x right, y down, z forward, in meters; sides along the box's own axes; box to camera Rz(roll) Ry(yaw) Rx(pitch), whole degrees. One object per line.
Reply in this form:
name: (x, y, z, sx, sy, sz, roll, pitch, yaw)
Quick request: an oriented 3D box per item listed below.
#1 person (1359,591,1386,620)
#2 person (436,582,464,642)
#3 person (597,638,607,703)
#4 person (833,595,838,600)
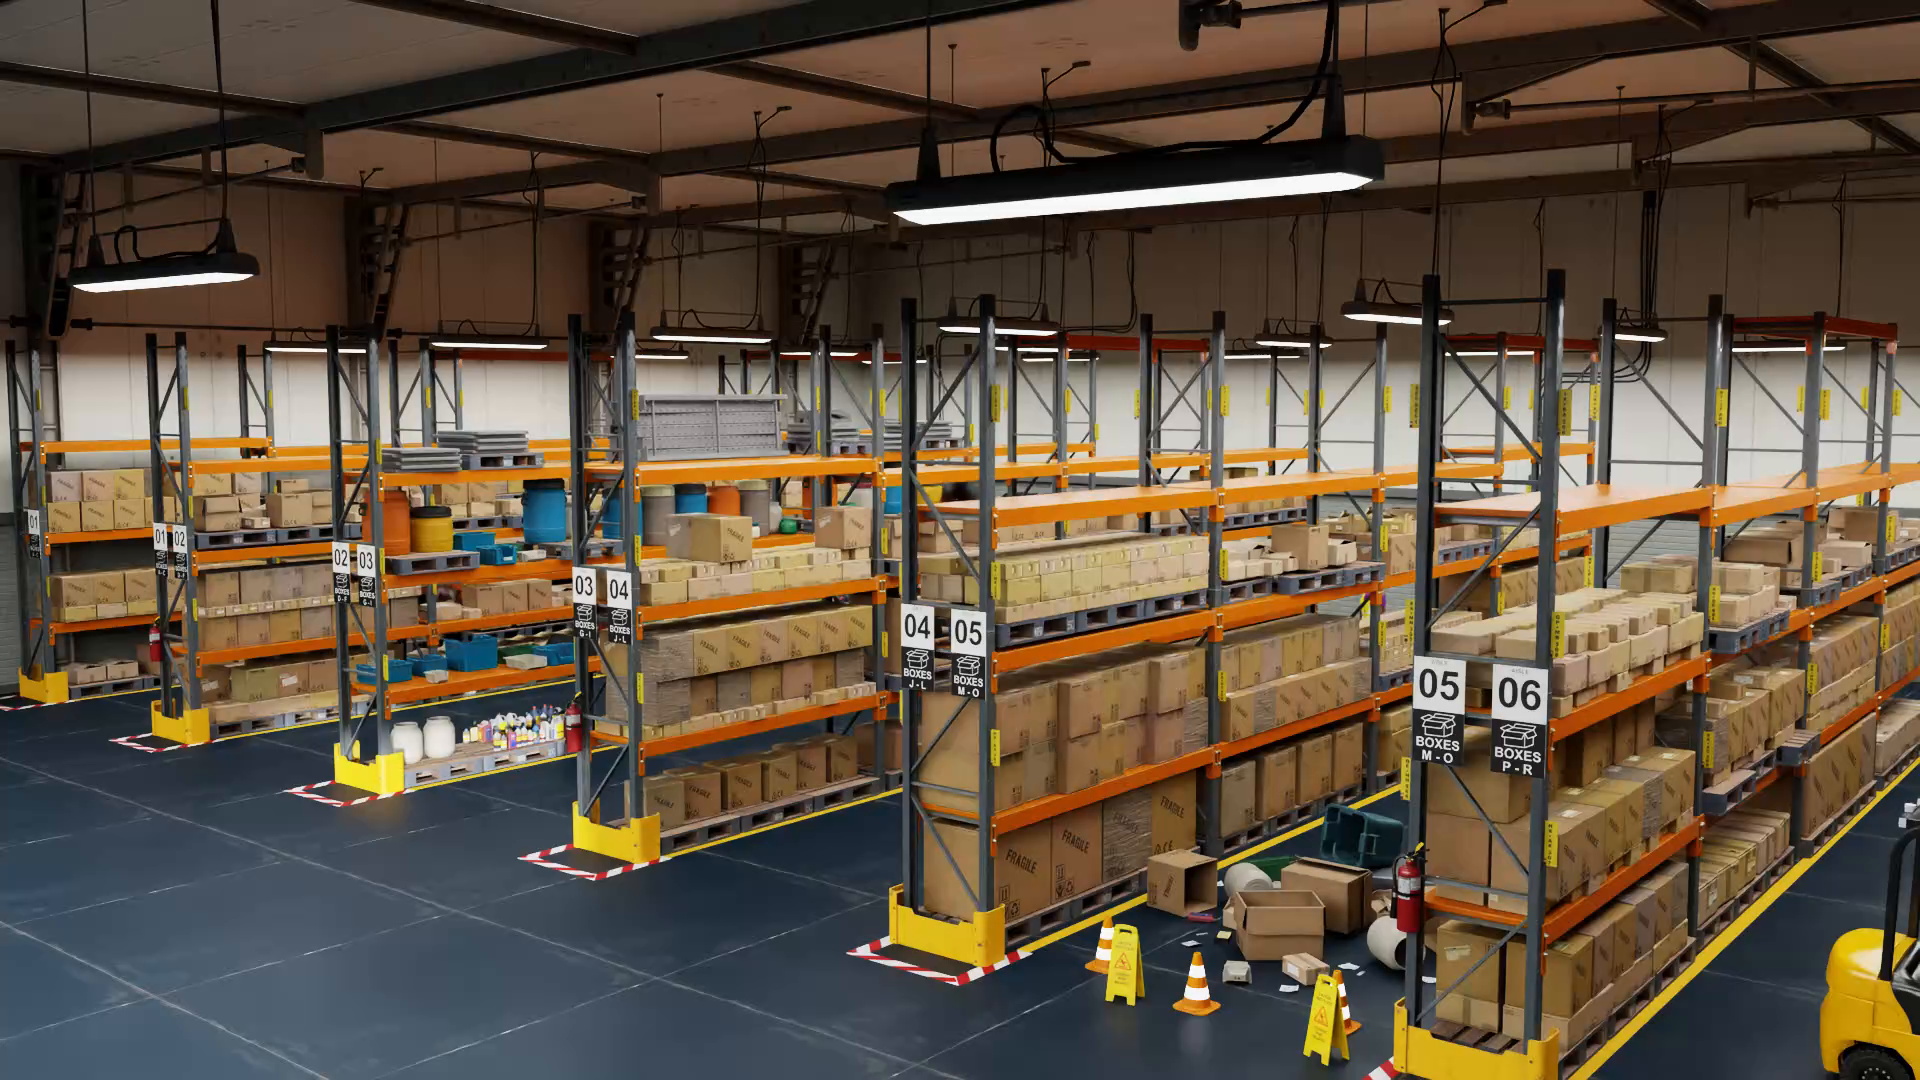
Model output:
person: (7.595, 1.508, 30.705, 0.388, 1.775, 0.607, -1, 5, -15)
person: (-9.423, 1.511, 30.716, 0.512, 1.781, 0.591, 1, 5, 13)
person: (-5.384, 1.954, 26.048, 0.690, 1.813, 0.372, 1, 5, 11)
person: (-2.655, 1.335, 32.788, 0.550, 1.783, 0.414, -5, 7, -42)
